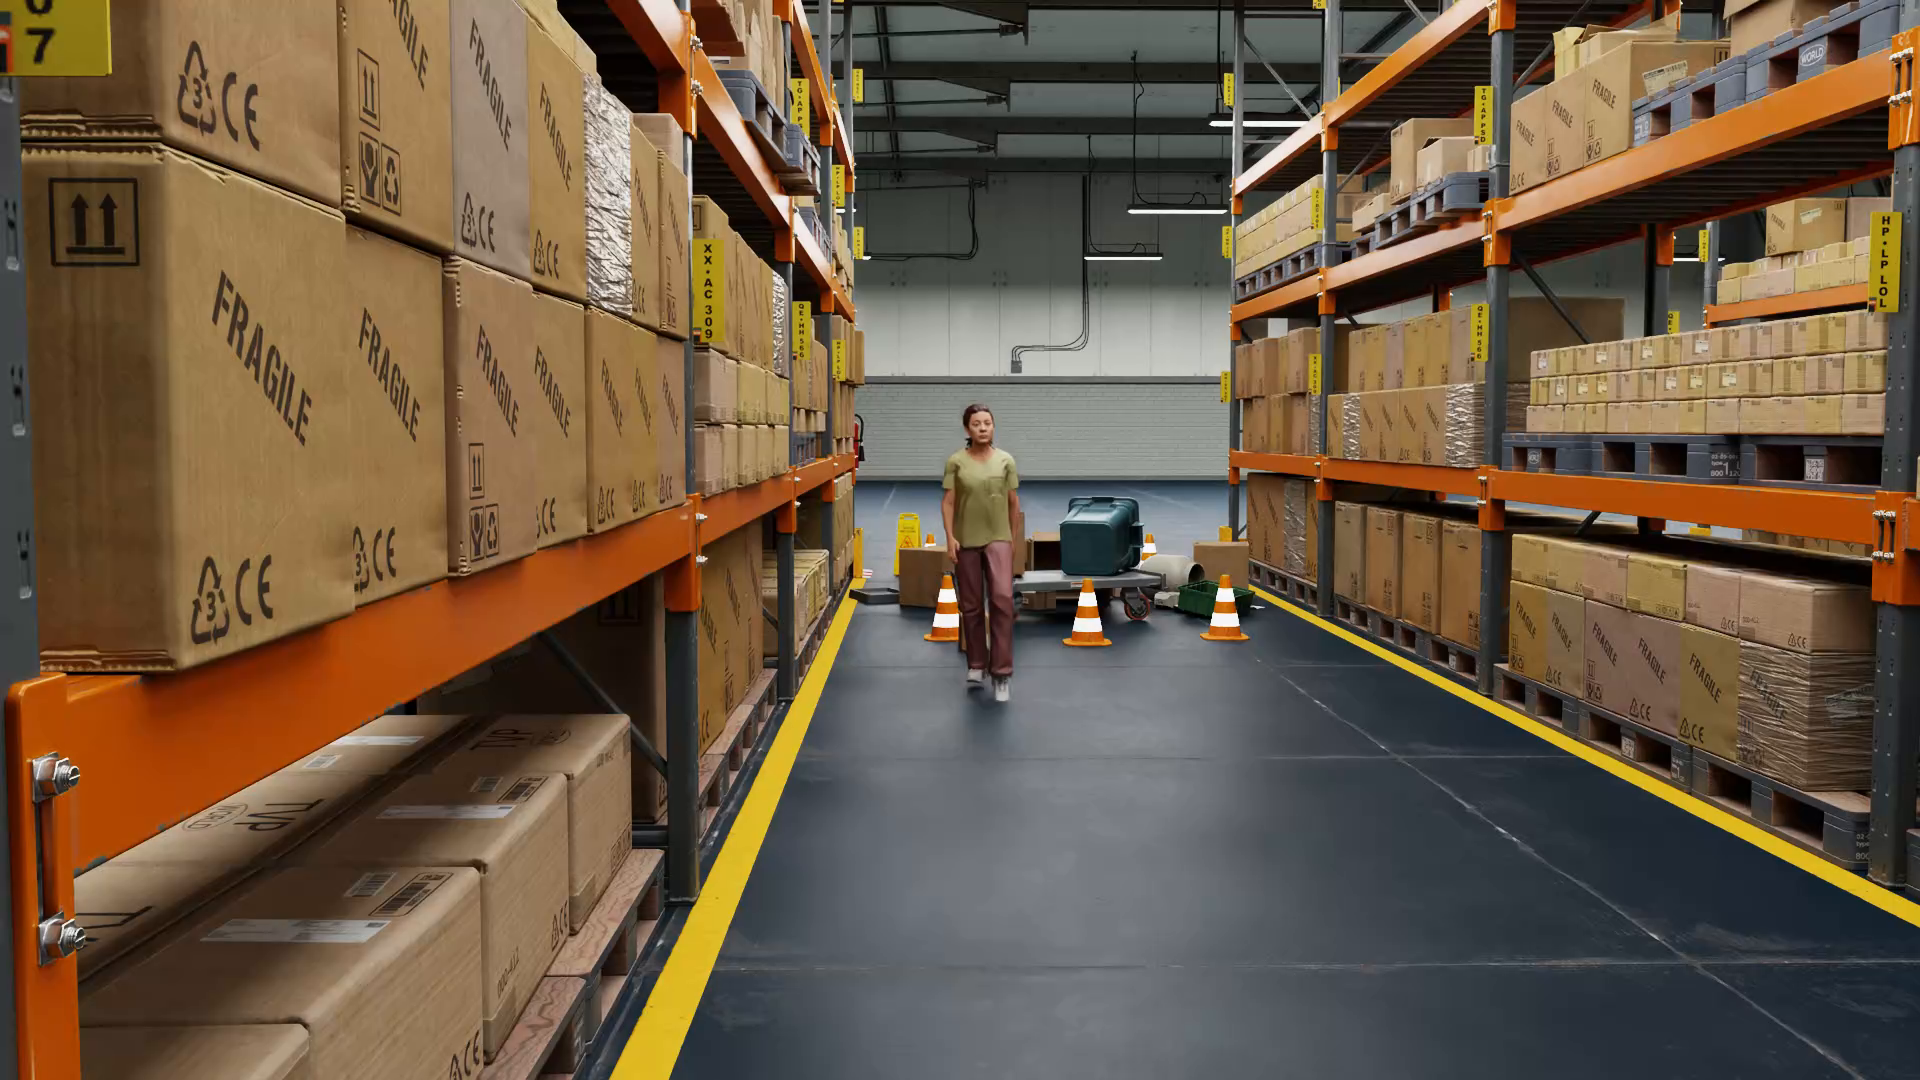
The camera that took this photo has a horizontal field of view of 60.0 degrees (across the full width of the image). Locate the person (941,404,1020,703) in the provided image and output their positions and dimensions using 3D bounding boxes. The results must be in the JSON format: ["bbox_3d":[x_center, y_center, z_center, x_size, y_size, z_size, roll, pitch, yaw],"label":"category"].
[{"bbox_3d":[0.118,0.065,9.628,0.459,1.705,0.722,0,4,1],"label":"person"}]
